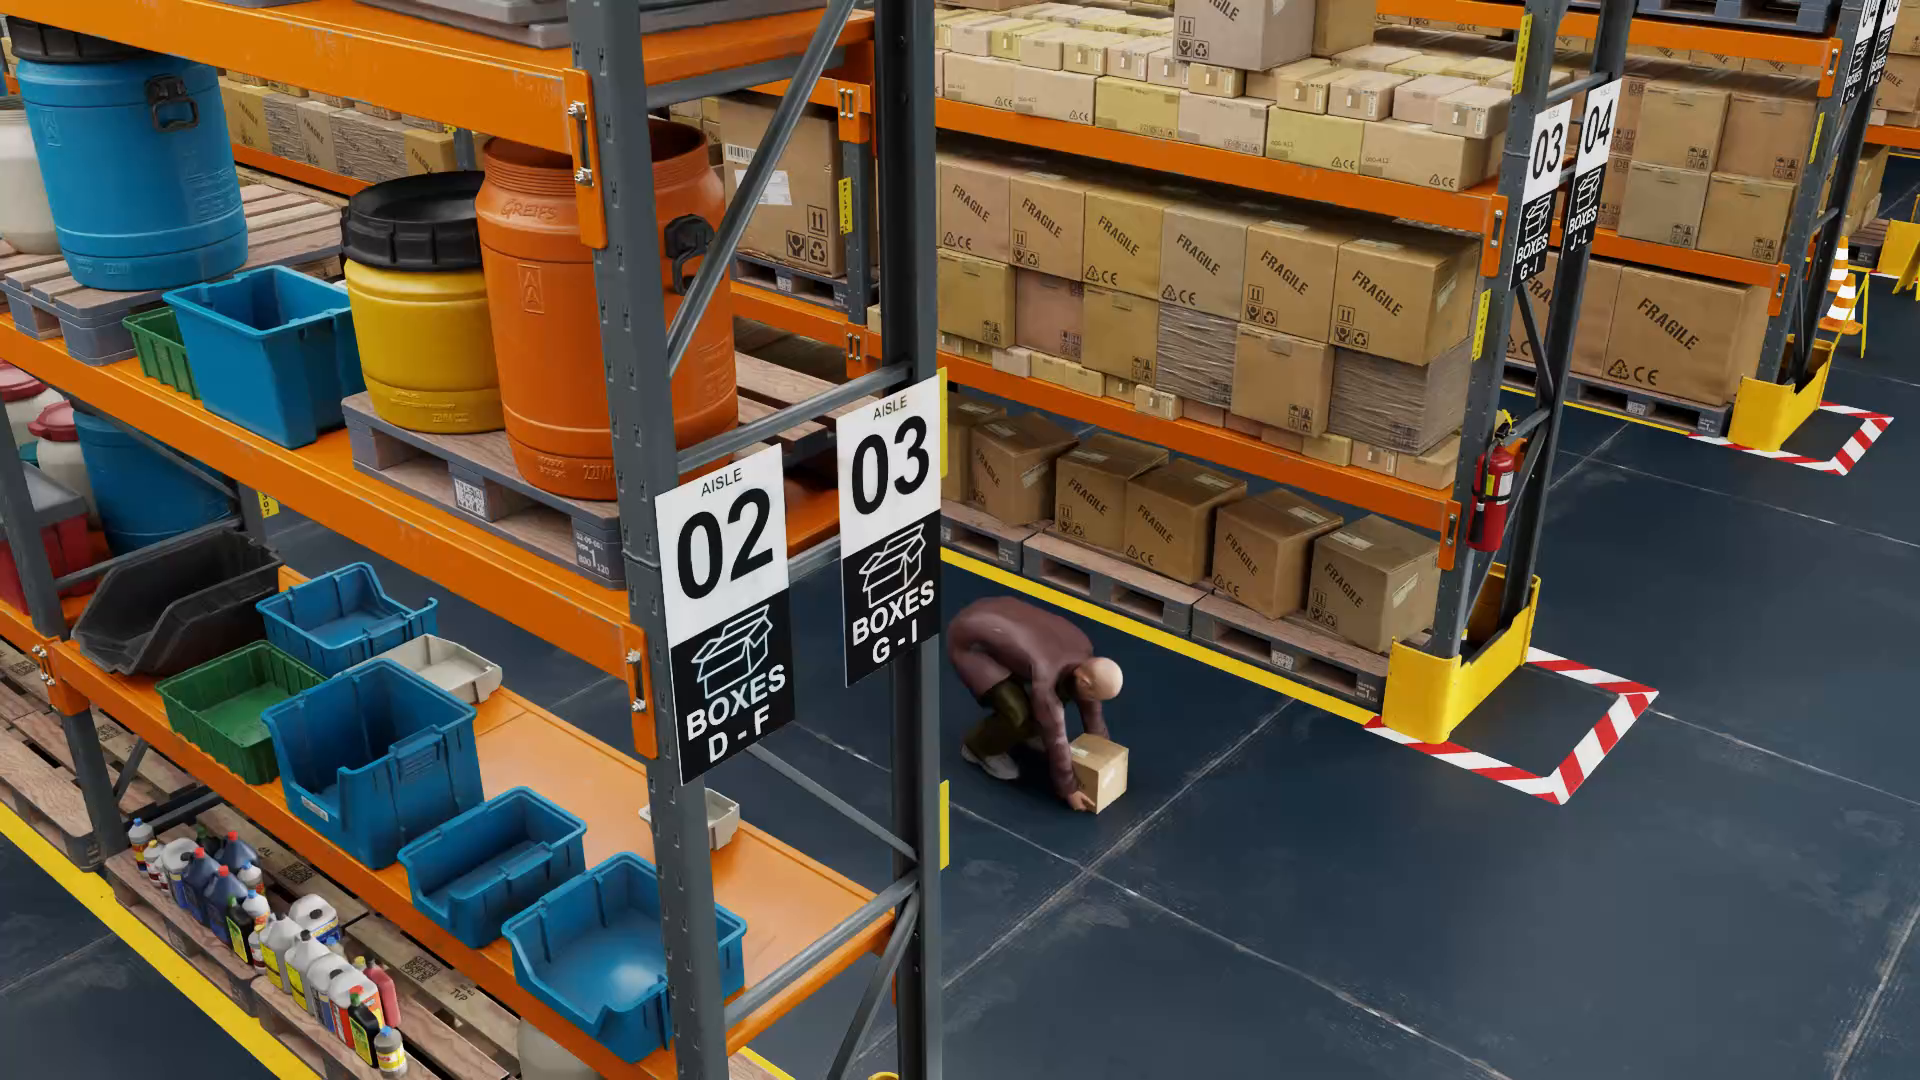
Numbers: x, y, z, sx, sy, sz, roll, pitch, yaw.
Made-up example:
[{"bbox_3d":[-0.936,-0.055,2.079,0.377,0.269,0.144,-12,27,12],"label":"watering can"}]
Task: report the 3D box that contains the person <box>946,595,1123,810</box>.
[{"bbox_3d":[0.362,0.758,8.154,0.953,0.897,0.585,19,33,33],"label":"person"}]
